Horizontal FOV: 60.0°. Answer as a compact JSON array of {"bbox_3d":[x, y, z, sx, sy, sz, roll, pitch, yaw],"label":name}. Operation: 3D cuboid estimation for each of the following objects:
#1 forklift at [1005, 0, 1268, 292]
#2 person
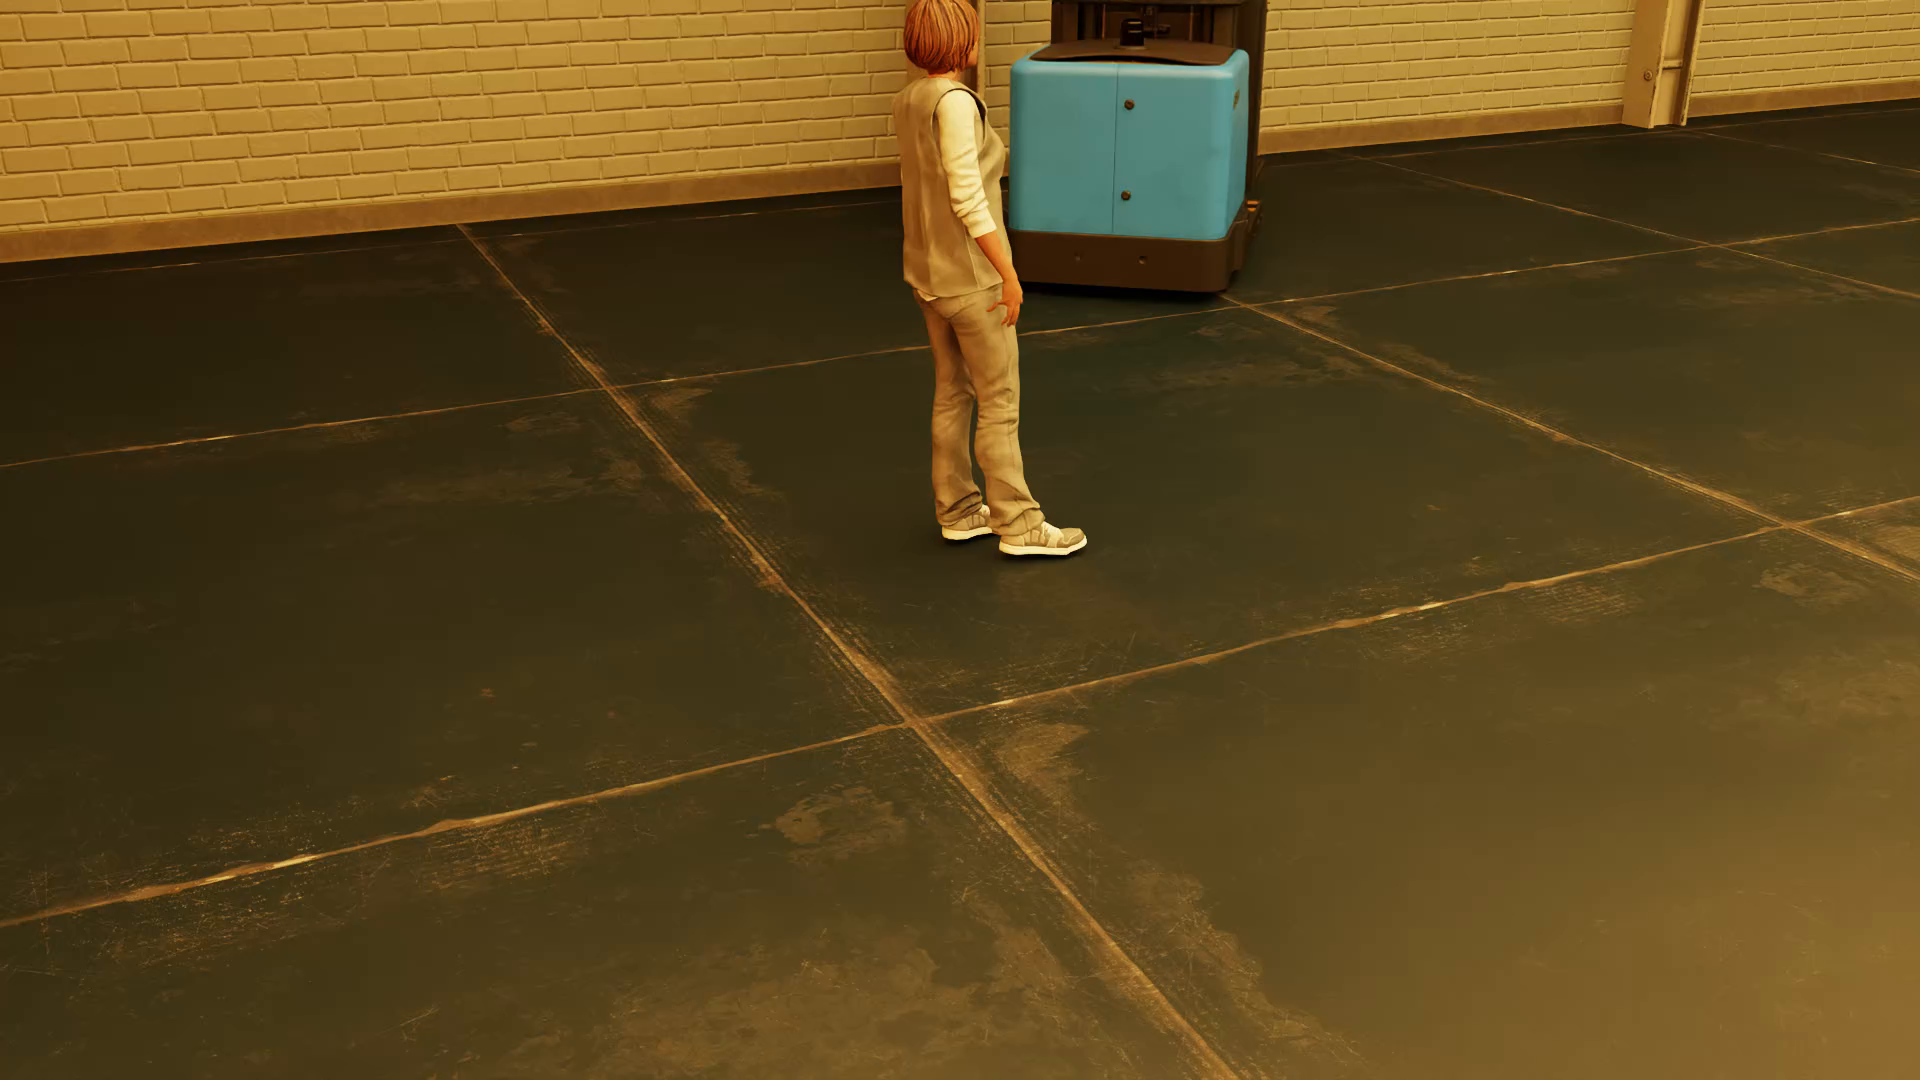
[{"bbox_3d":[1.068,-3.031,8.583,1.130,2.935,3.031,5,23,13],"label":"forklift"},{"bbox_3d":[0.074,-0.751,4.815,0.473,1.599,0.521,-10,25,-23],"label":"person"}]
